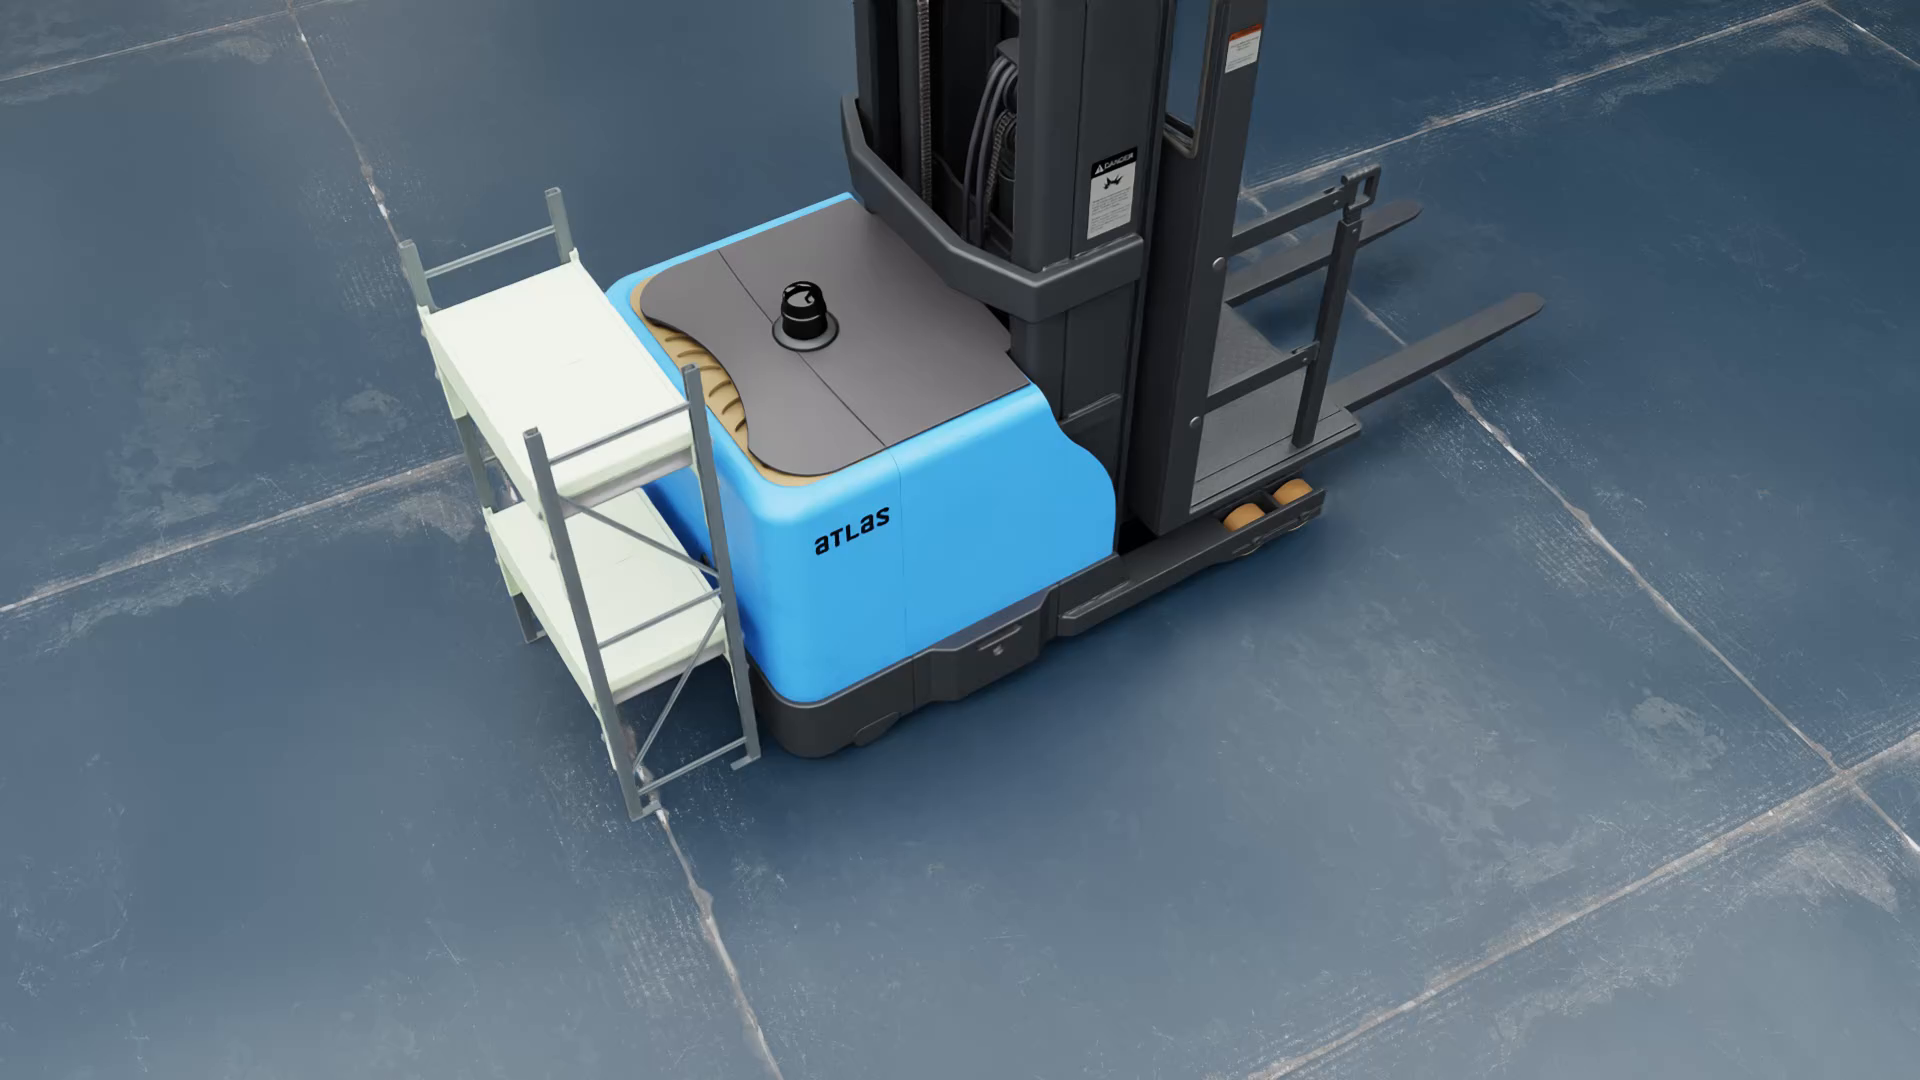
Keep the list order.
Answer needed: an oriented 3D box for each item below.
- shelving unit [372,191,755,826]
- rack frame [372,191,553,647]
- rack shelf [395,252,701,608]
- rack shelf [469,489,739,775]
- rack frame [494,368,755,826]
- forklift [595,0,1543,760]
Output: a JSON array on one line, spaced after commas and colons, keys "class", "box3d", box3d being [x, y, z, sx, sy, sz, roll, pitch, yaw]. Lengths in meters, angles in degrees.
[{"class": "shelving unit", "box3d": [-0.967, -0.024, 4.267, 0.431, 1.500, 0.755, -27, 54, -20]}, {"class": "rack frame", "box3d": [-1.165, -0.256, 4.470, 0.400, 1.500, 0.023, -27, 54, -20]}, {"class": "rack shelf", "box3d": [-0.976, -0.277, 3.969, 0.431, 0.370, 0.720, -27, 54, -20]}, {"class": "rack shelf", "box3d": [-0.960, 0.187, 4.515, 0.431, 0.370, 0.720, -27, 54, -20]}, {"class": "rack frame", "box3d": [-0.770, 0.208, 4.064, 0.400, 1.500, 0.023, -27, 54, -20]}, {"class": "forklift", "box3d": [0.531, -1.221, 4.371, 3.031, 2.935, 1.130, -26, 54, -21]}]
